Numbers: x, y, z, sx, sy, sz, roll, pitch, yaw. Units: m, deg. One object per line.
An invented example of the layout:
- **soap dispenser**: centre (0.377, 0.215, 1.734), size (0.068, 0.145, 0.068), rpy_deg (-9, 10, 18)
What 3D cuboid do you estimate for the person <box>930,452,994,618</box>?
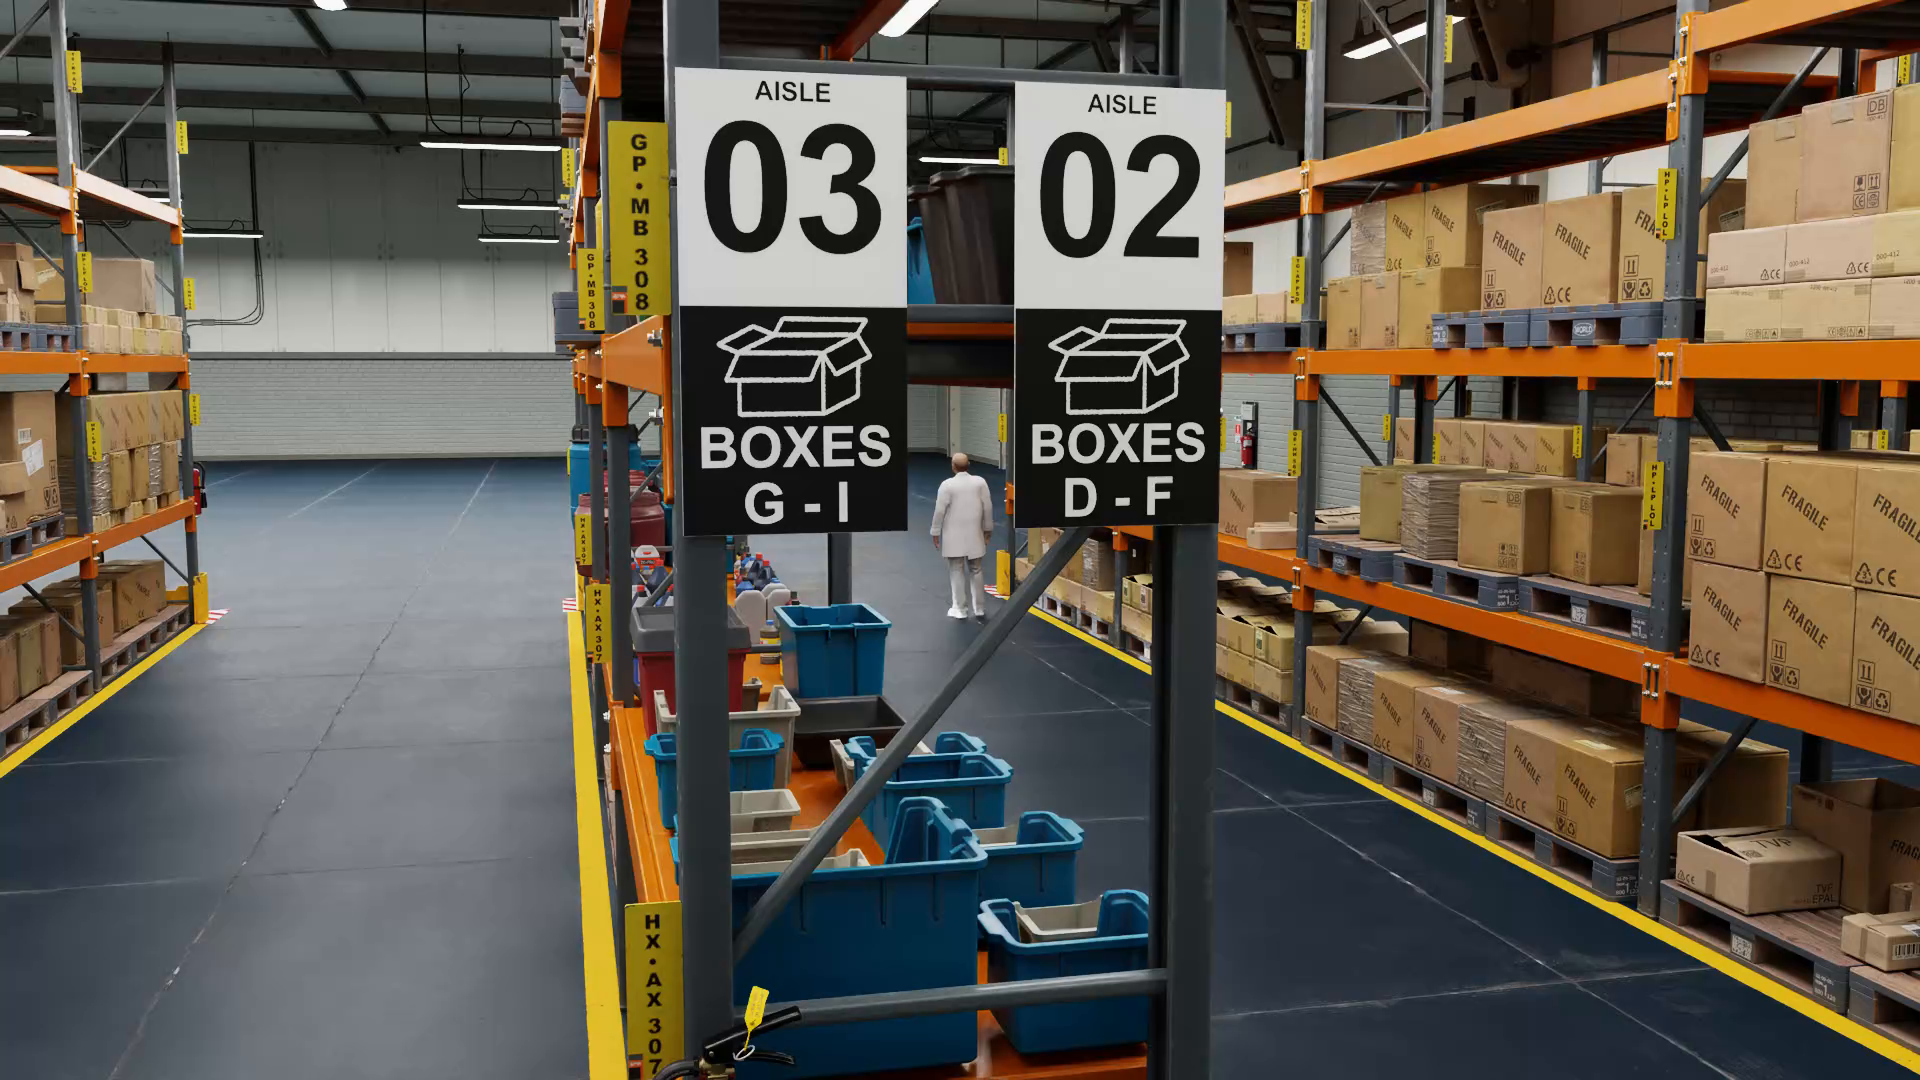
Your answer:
- **person**: centre (0.004, 0.037, 17.870), size (0.698, 1.583, 0.580), rpy_deg (-1, 6, -14)
